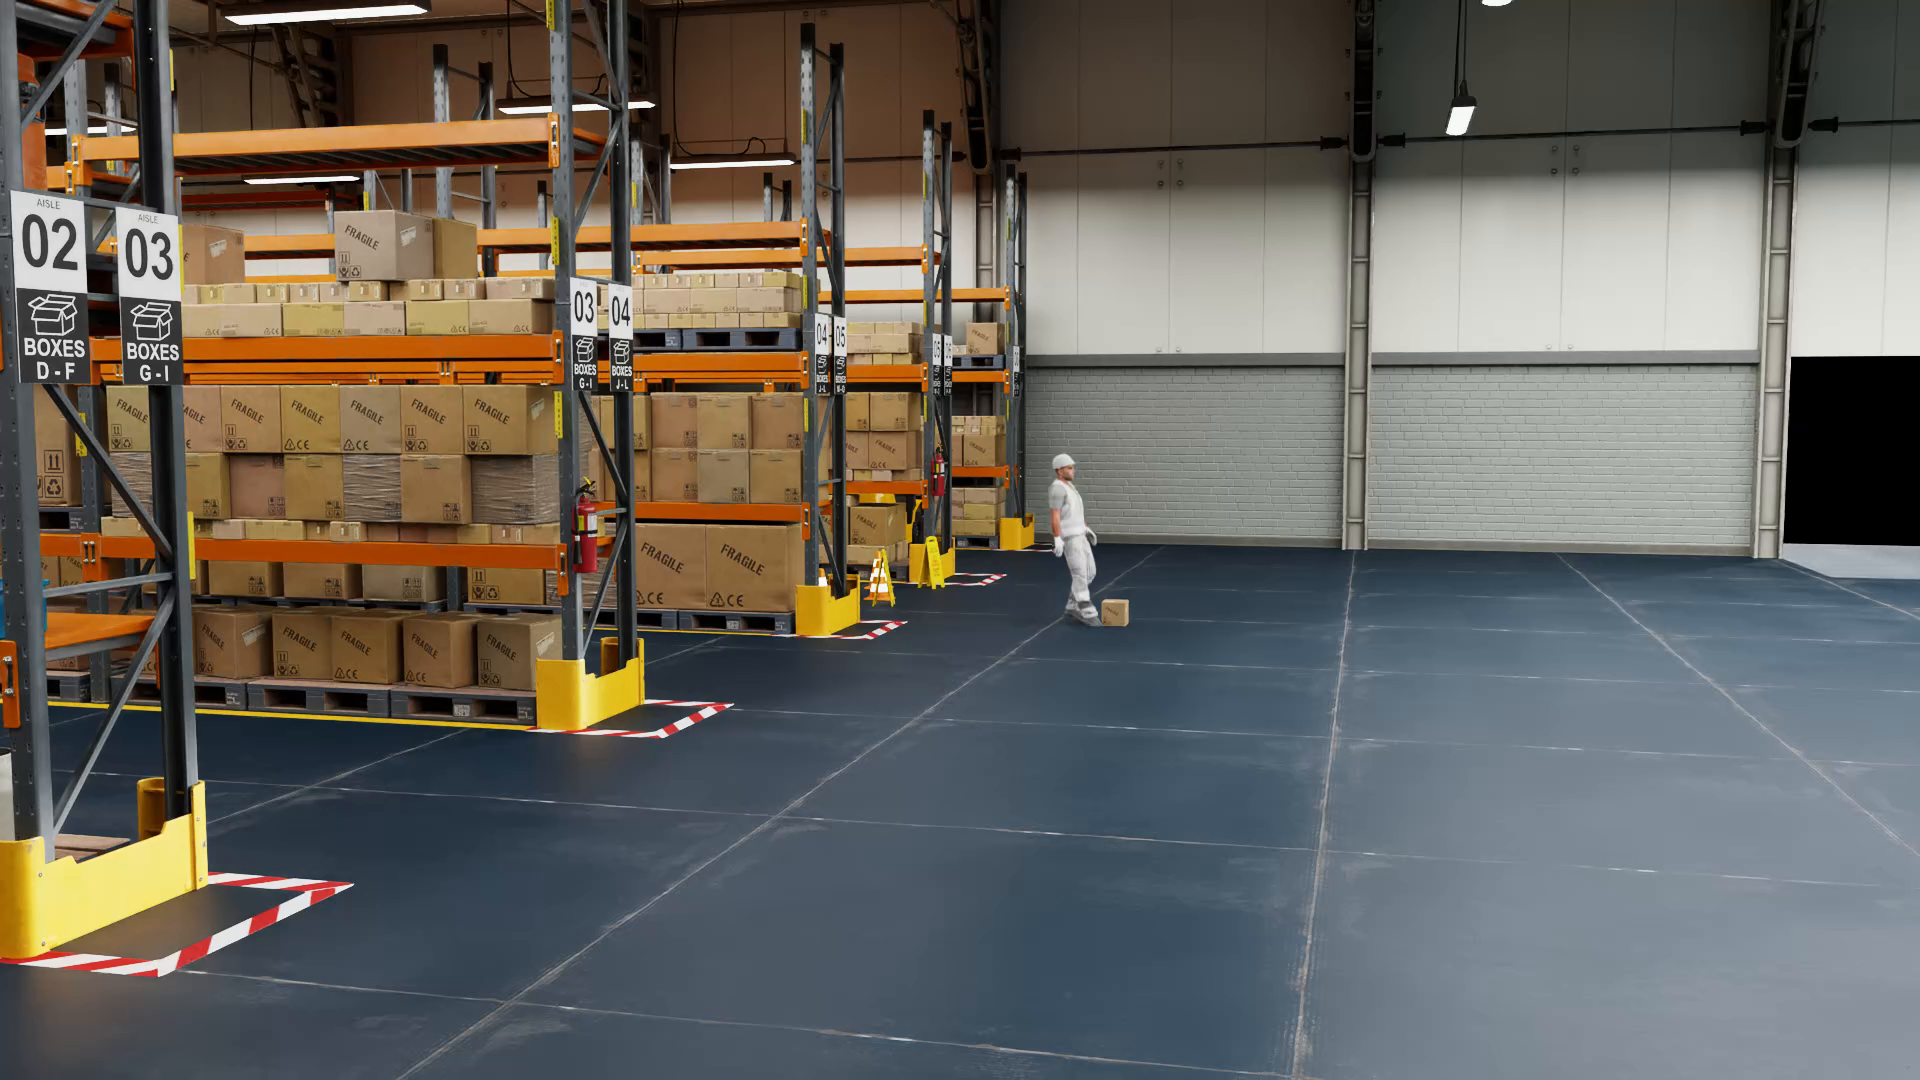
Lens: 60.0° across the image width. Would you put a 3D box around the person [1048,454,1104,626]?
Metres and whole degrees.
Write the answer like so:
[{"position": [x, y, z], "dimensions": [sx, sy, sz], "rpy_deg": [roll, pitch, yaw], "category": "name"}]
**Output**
[{"position": [1.274, 0.018, 17.430], "dimensions": [0.648, 1.839, 0.577], "rpy_deg": [2, 5, 19], "category": "person"}]
